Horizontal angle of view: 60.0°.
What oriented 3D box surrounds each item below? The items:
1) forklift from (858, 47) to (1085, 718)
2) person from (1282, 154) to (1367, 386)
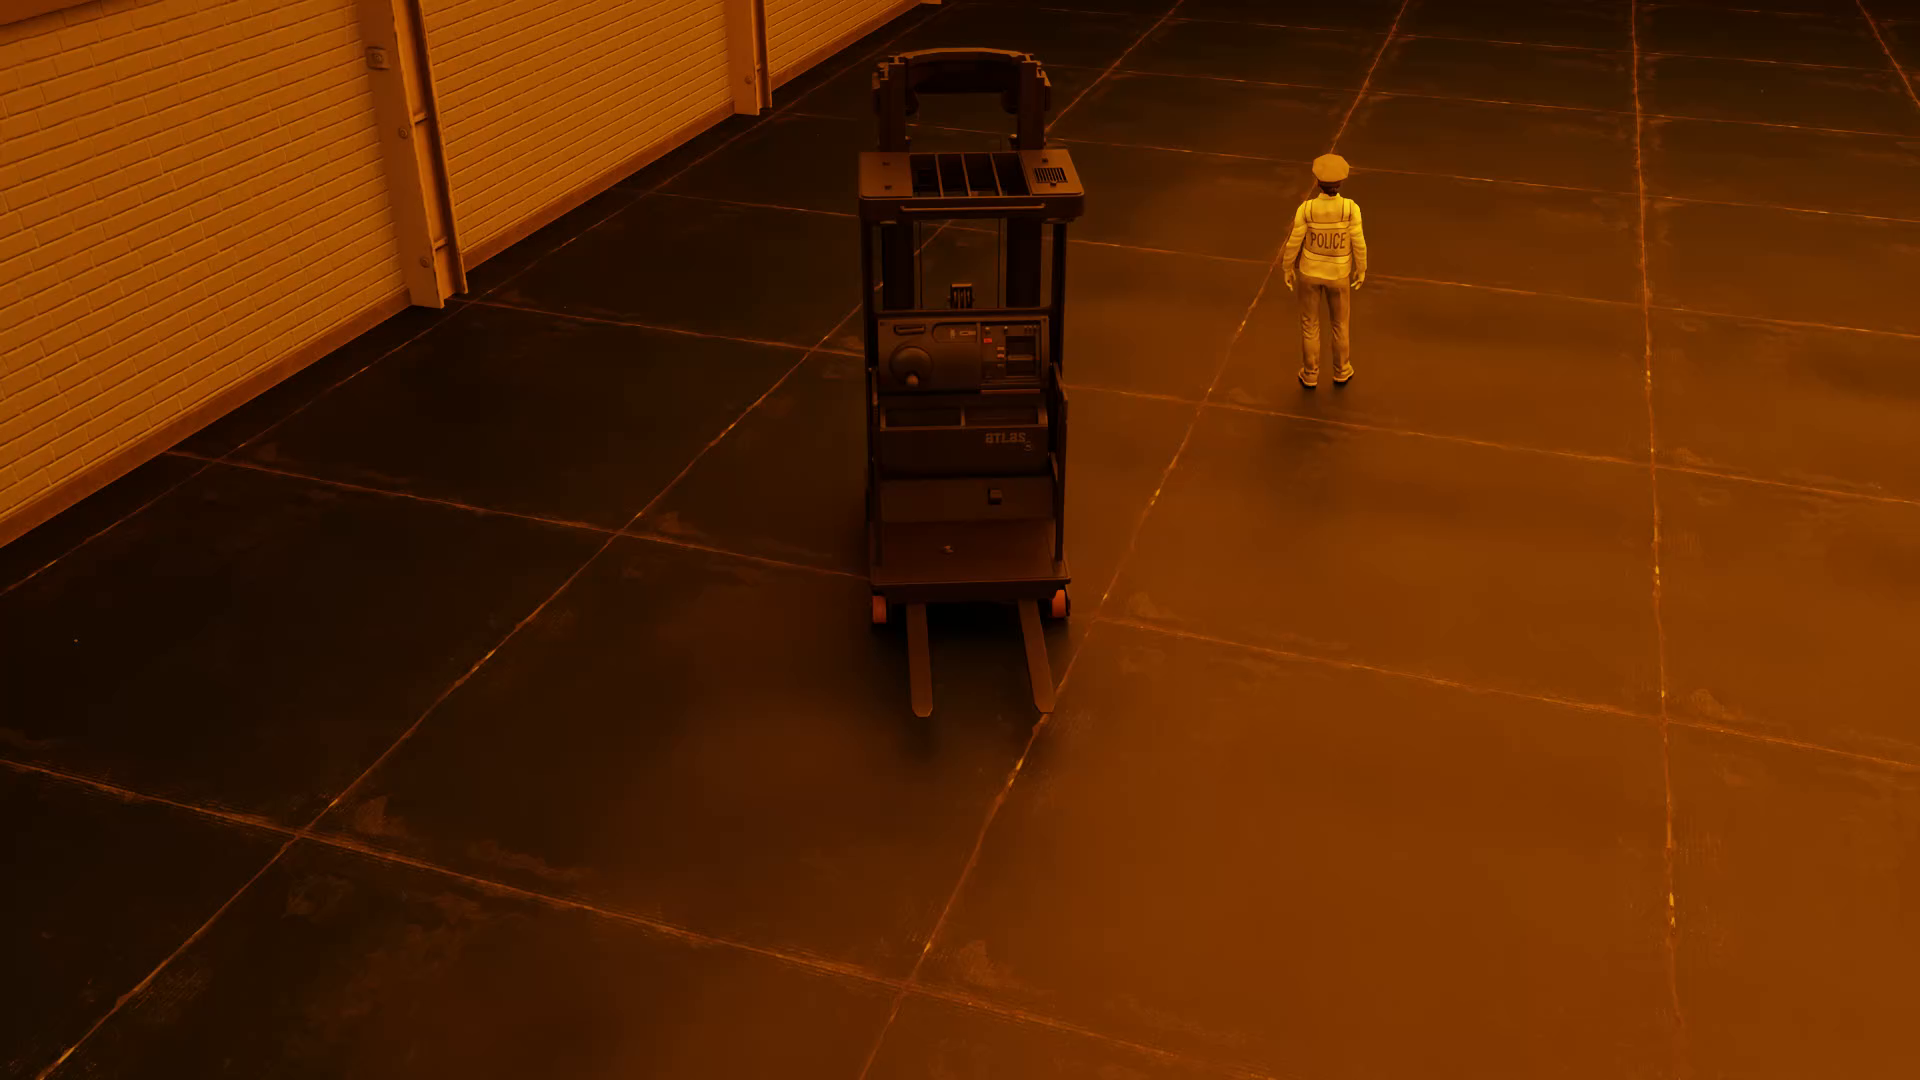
[{"bbox_3d":[0.035,-0.972,8.842,1.130,2.935,3.031,-2,30,-3],"label":"forklift"},{"bbox_3d":[2.562,-1.895,11.695,0.589,1.695,0.531,6,30,10],"label":"person"}]
